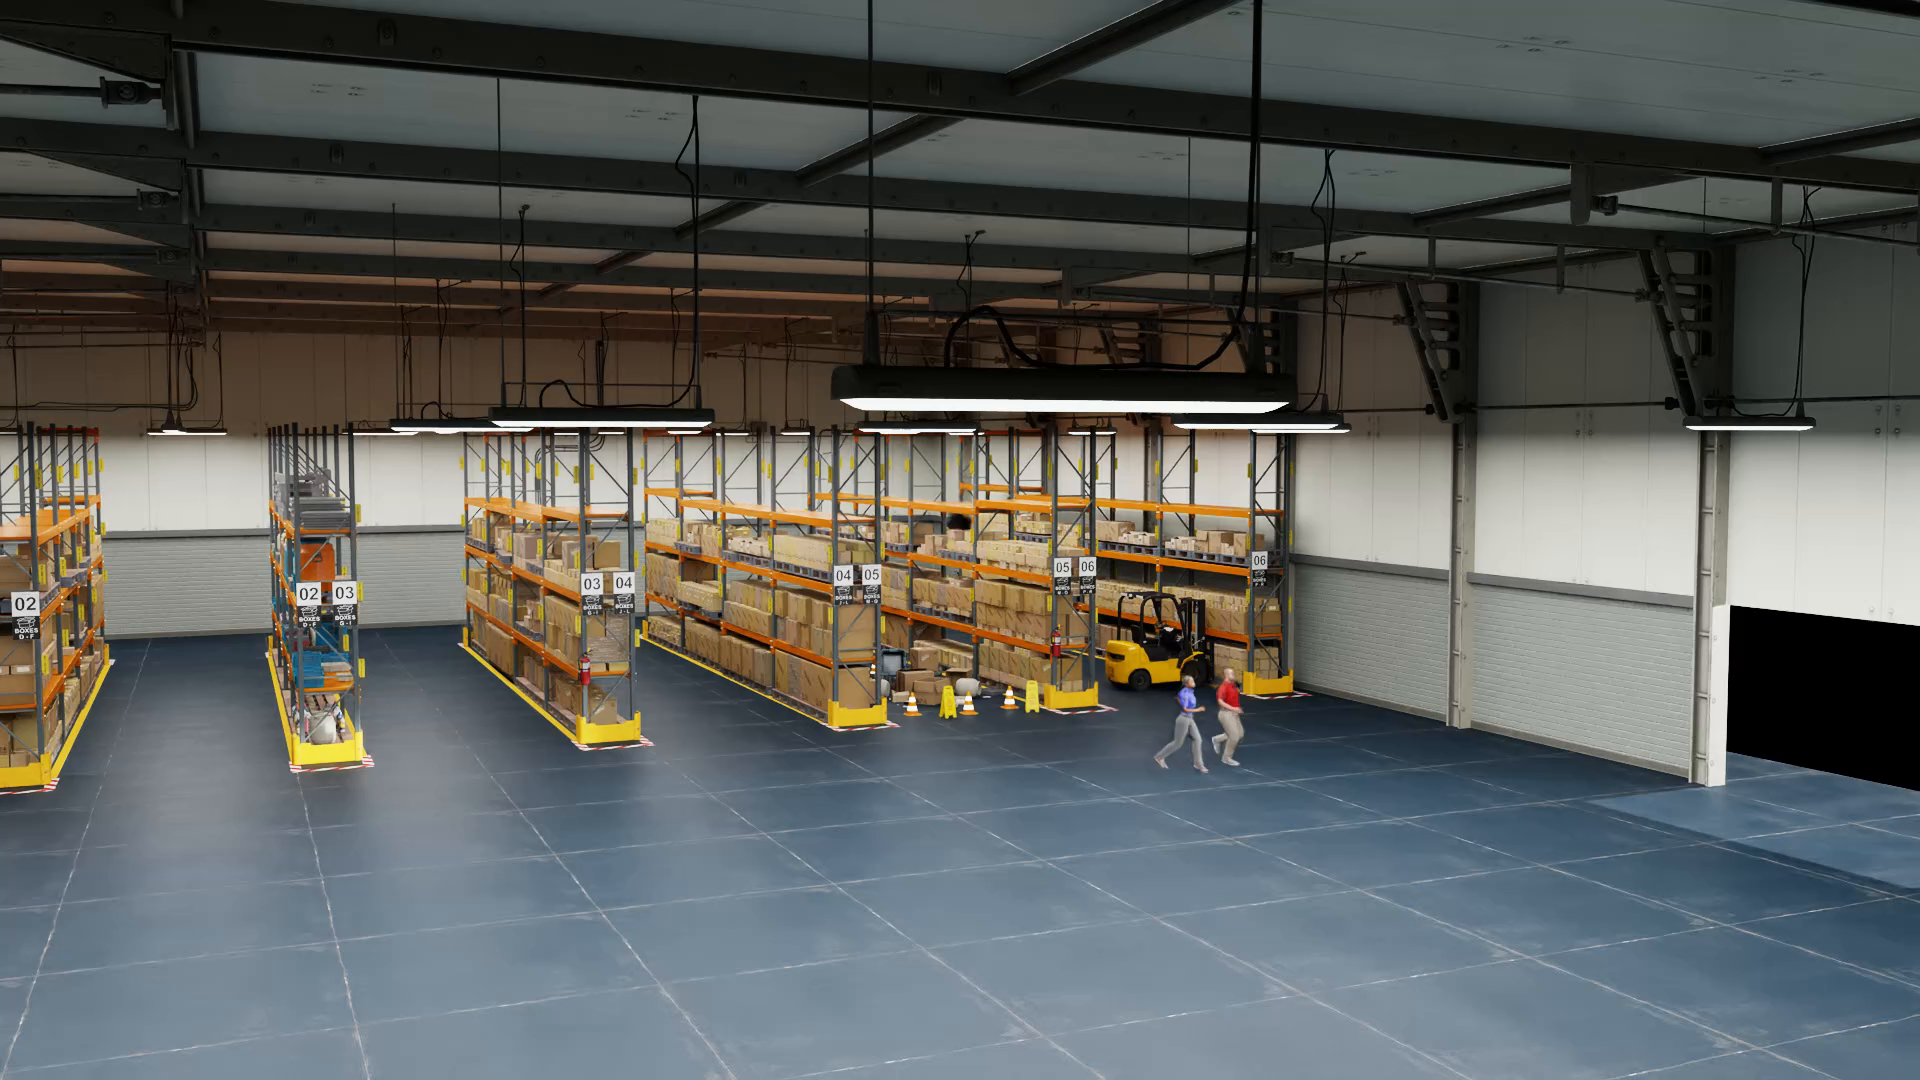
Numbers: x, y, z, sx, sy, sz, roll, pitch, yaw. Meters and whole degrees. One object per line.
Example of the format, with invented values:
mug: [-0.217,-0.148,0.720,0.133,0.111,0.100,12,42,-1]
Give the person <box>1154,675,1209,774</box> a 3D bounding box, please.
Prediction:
person: [3.816,3.155,28.529,0.926,1.686,0.587,1,4,21]

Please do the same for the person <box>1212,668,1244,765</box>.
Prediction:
person: [4.711,3.102,29.278,0.627,1.692,0.697,2,4,25]
